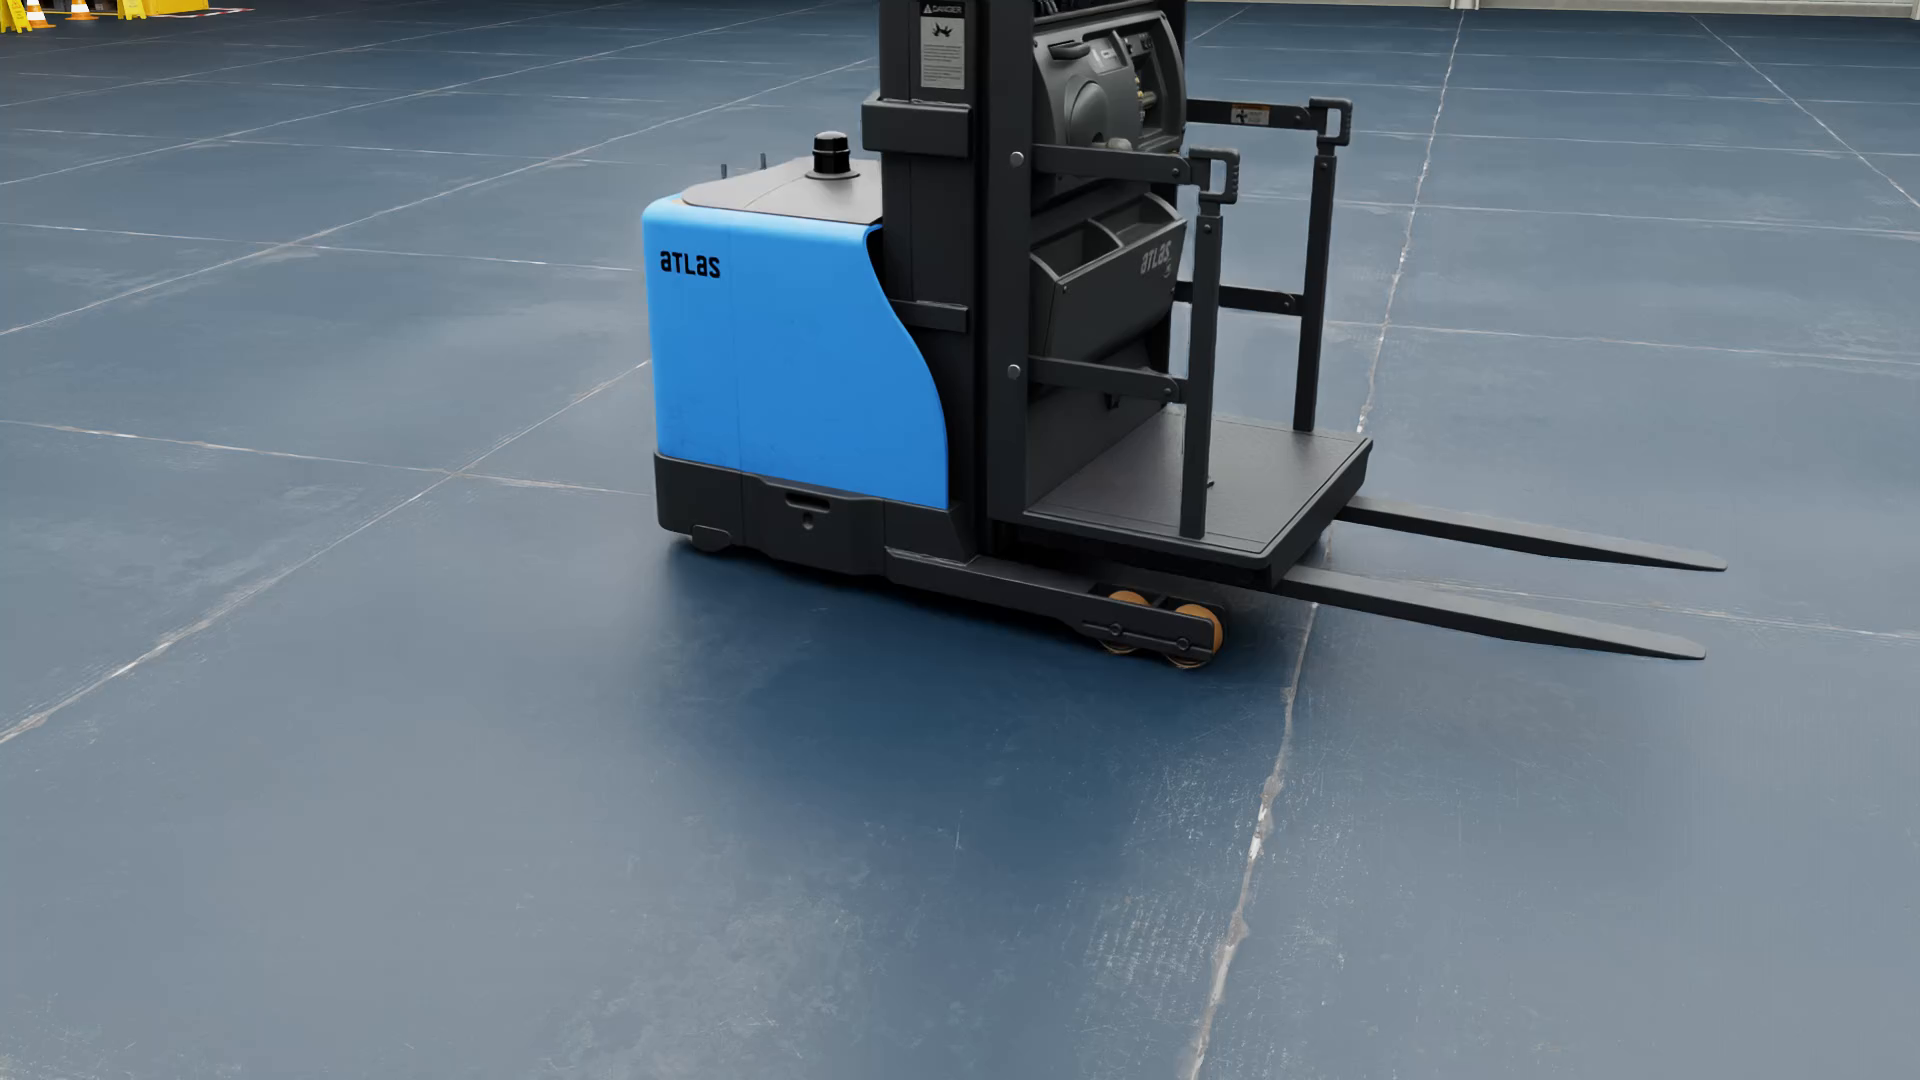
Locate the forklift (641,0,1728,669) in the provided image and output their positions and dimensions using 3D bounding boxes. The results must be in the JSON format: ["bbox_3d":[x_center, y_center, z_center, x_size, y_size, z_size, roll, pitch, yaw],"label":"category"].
[{"bbox_3d":[0.599,-1.244,4.441,3.031,2.935,1.130,11,25,25],"label":"forklift"}]

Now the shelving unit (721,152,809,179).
[{"bbox_3d":[-0.658,-0.806,5.851,0.215,1.050,0.252,11,25,24],"label":"shelving unit"}]

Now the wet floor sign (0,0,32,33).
[{"bbox_3d":[-11.732,-6.621,20.560,0.232,0.644,0.267,3,22,6],"label":"wet floor sign"}]

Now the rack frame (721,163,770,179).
[{"bbox_3d":[-0.712,-0.764,5.749,0.200,1.050,0.008,11,25,24],"label":"rack frame"}]

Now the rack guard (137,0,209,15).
[{"bbox_3d":[-11.071,-7.655,23.274,0.348,0.500,1.175,7,23,16],"label":"rack guard"}]

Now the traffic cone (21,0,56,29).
[{"bbox_3d":[-11.778,-6.767,21.159,0.334,0.463,0.336,7,23,16],"label":"traffic cone"}]

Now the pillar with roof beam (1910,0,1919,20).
[{"bbox_3d":[11.759,-9.591,16.795,0.400,9.000,9.100,7,23,16],"label":"pillar with roof beam"}]

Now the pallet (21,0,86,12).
[{"bbox_3d":[-13.003,-7.758,23.905,1.213,0.211,1.003,7,23,16],"label":"pallet"}]

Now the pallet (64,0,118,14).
[{"bbox_3d":[-11.839,-7.623,23.577,1.213,0.211,1.003,7,23,16],"label":"pallet"}]

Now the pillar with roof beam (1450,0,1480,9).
[{"bbox_3d":[6.015,-10.249,18.399,0.400,9.000,9.100,7,23,16],"label":"pillar with roof beam"}]

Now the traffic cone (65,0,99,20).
[{"bbox_3d":[-11.783,-7.208,22.233,0.334,0.463,0.336,7,23,16],"label":"traffic cone"}]

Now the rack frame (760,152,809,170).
[{"bbox_3d":[-0.604,-0.847,5.952,0.200,1.050,0.008,11,25,24],"label":"rack frame"}]

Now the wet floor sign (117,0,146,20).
[{"bbox_3d":[-11.126,-7.304,22.227,0.232,0.644,0.267,16,27,34],"label":"wet floor sign"}]
